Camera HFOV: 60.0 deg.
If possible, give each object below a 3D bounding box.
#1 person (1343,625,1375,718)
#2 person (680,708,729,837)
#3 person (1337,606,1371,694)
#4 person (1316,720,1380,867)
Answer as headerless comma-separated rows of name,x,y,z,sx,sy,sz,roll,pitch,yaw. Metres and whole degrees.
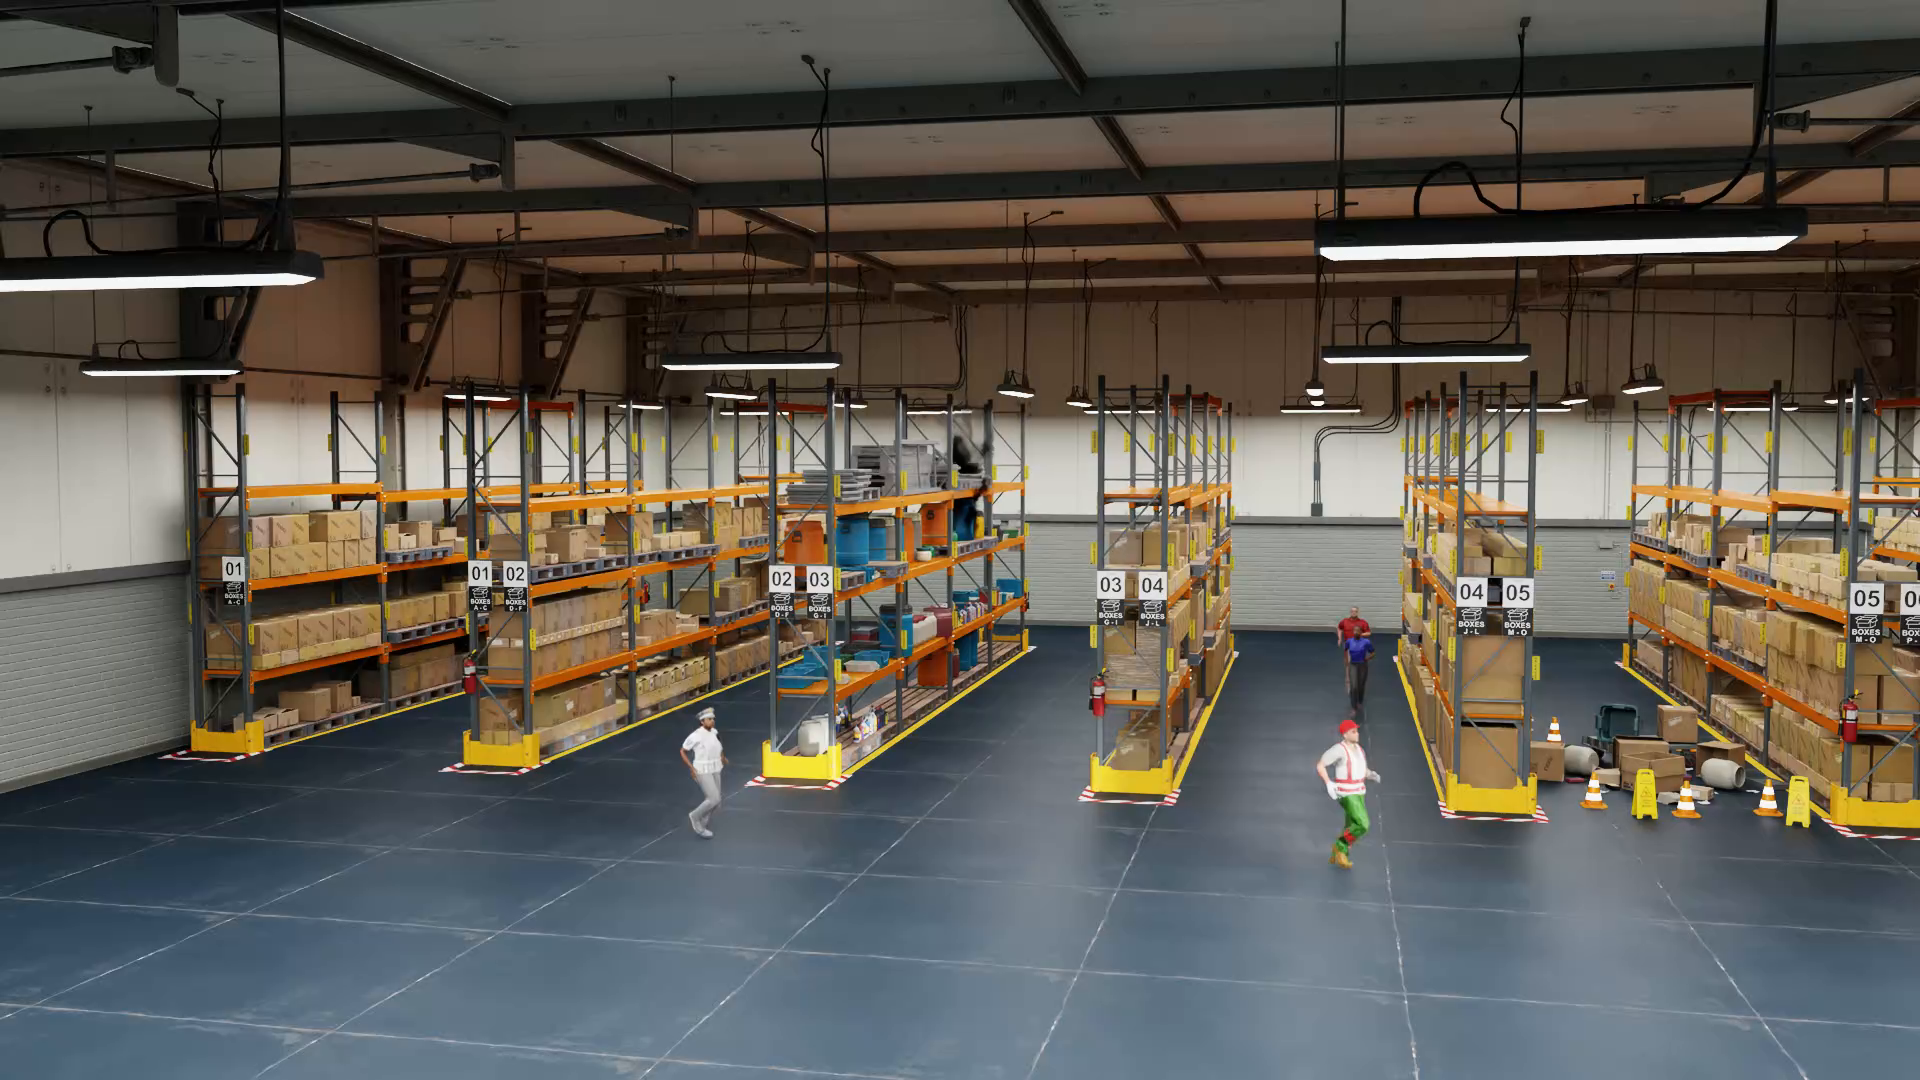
person,7.389,2.411,30.843,0.549,1.692,0.816,1,3,13
person,-3.174,2.957,21.124,0.569,1.659,0.560,2,4,35
person,7.942,2.199,33.561,0.662,1.719,0.965,1,3,14
person,4.623,2.992,19.542,0.653,1.746,0.639,-3,5,-44
